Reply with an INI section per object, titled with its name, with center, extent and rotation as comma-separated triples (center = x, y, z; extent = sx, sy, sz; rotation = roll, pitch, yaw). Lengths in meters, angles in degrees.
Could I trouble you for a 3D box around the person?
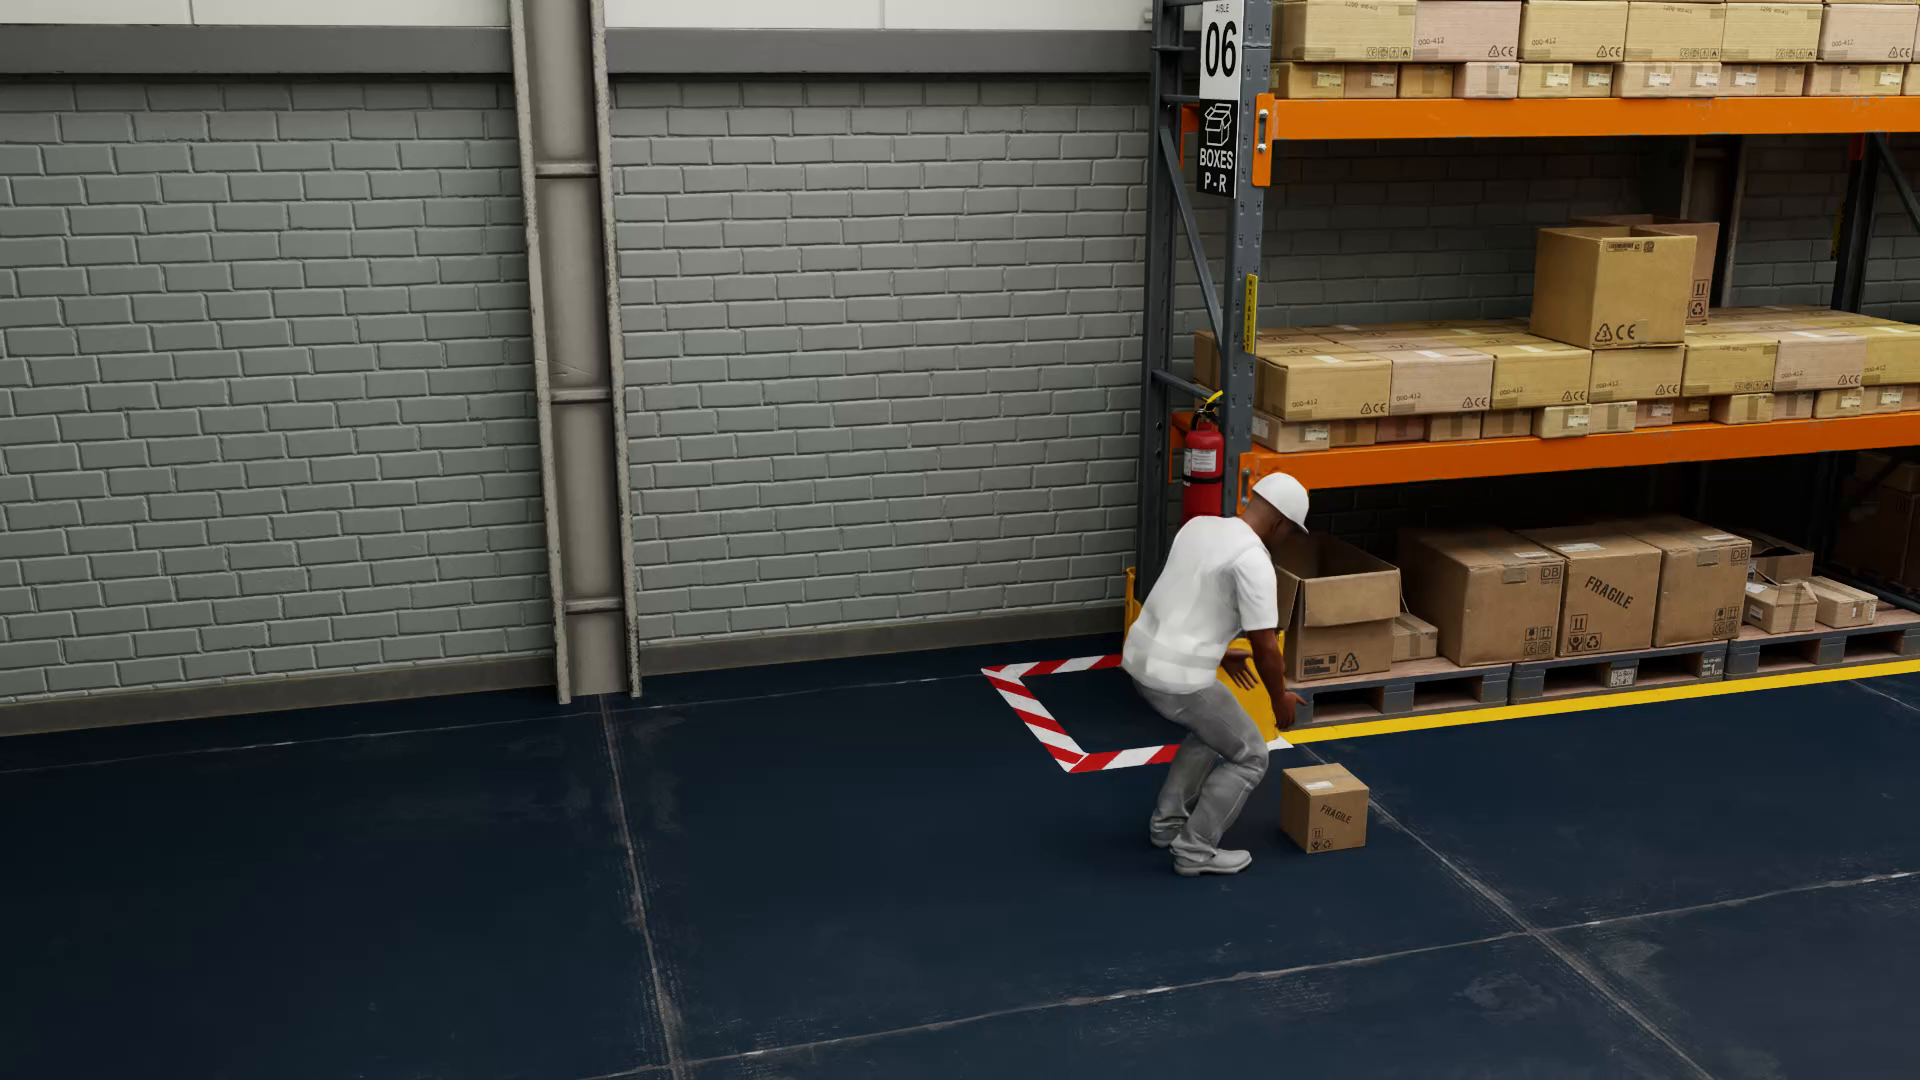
[person]
center = 0.987, 0.358, 6.231
extent = 0.571, 1.763, 0.505
rotation = -4, 16, -15
